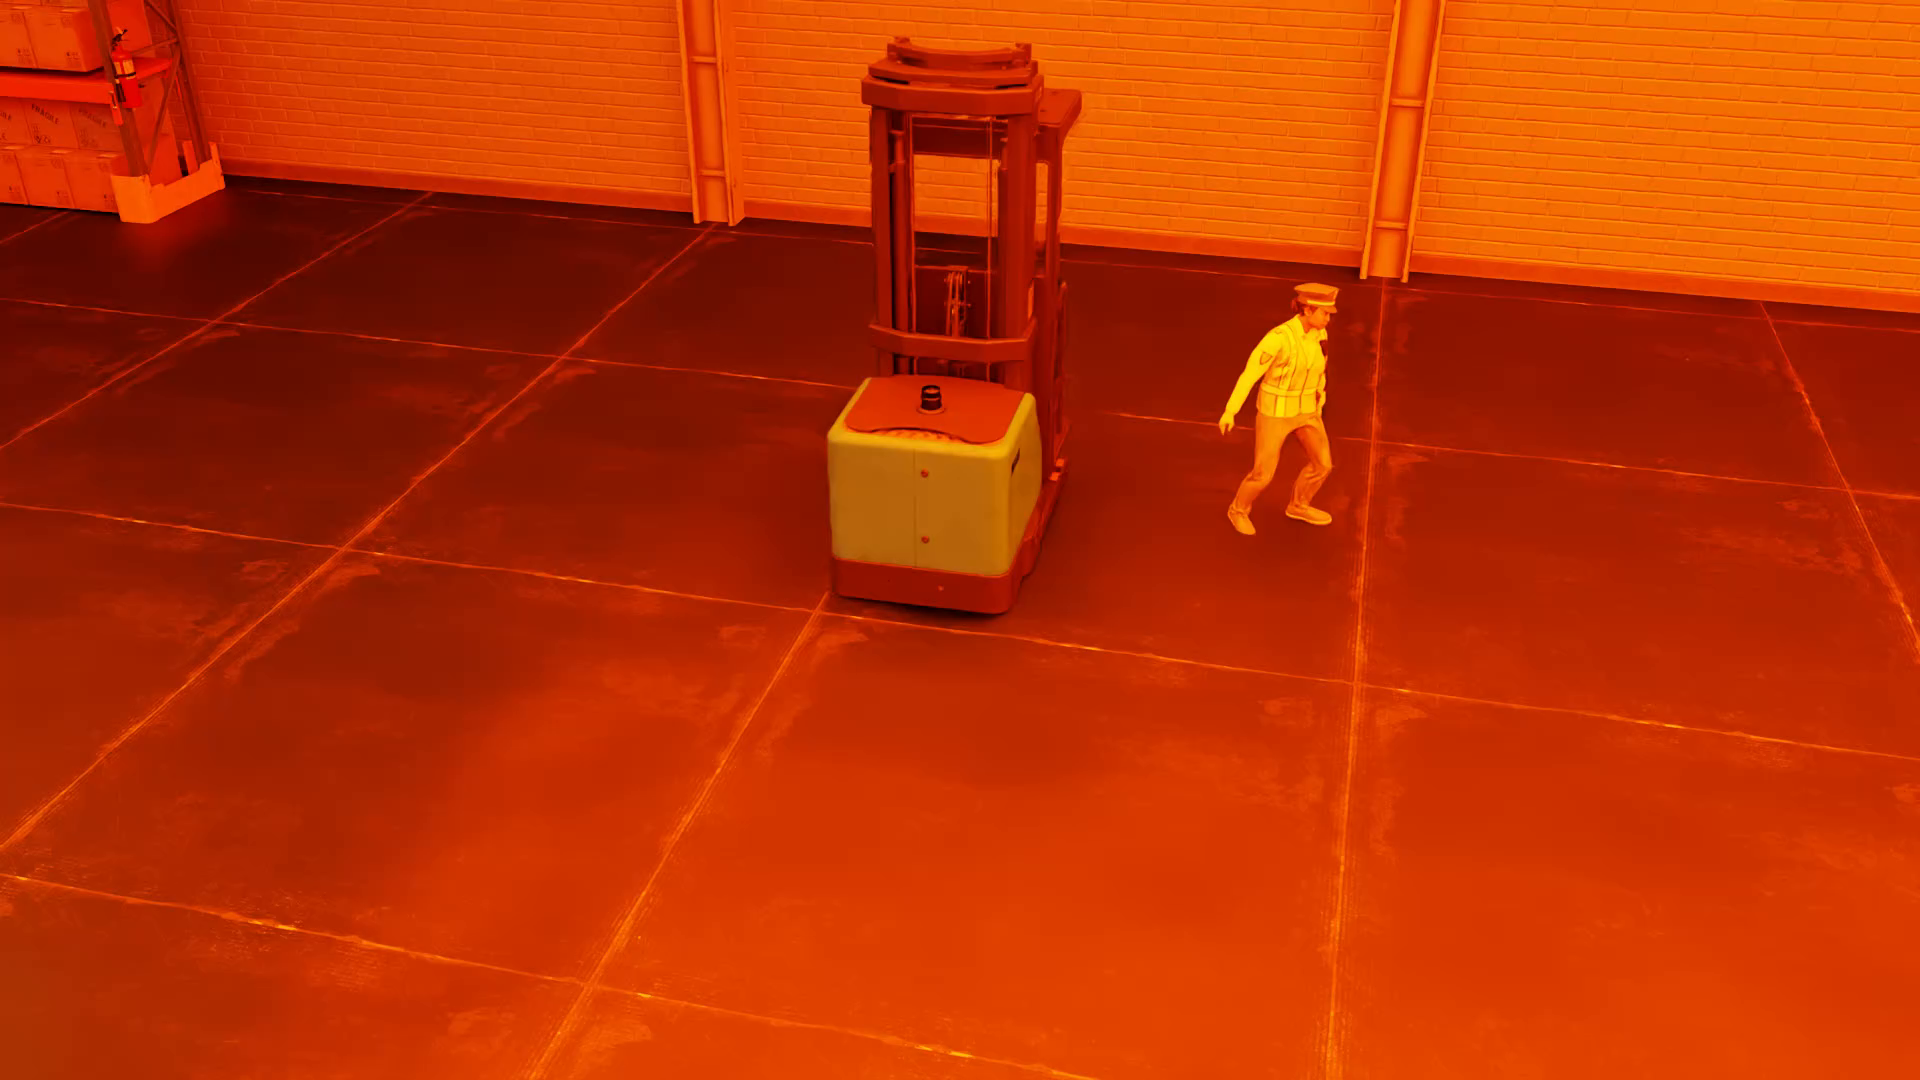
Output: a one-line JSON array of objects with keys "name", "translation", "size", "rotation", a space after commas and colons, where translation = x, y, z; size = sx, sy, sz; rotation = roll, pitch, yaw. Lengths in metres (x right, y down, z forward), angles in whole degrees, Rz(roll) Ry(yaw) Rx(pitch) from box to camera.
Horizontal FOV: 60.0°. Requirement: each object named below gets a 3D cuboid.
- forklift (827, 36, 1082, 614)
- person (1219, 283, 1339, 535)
[{"name": "forklift", "translation": [0.088, -1.574, 9.949], "size": [1.130, 2.935, 3.031], "rotation": [6, 30, 11]}, {"name": "person", "translation": [1.905, -0.757, 9.905], "size": [0.799, 1.650, 0.440], "rotation": [-13, 32, -21]}]
